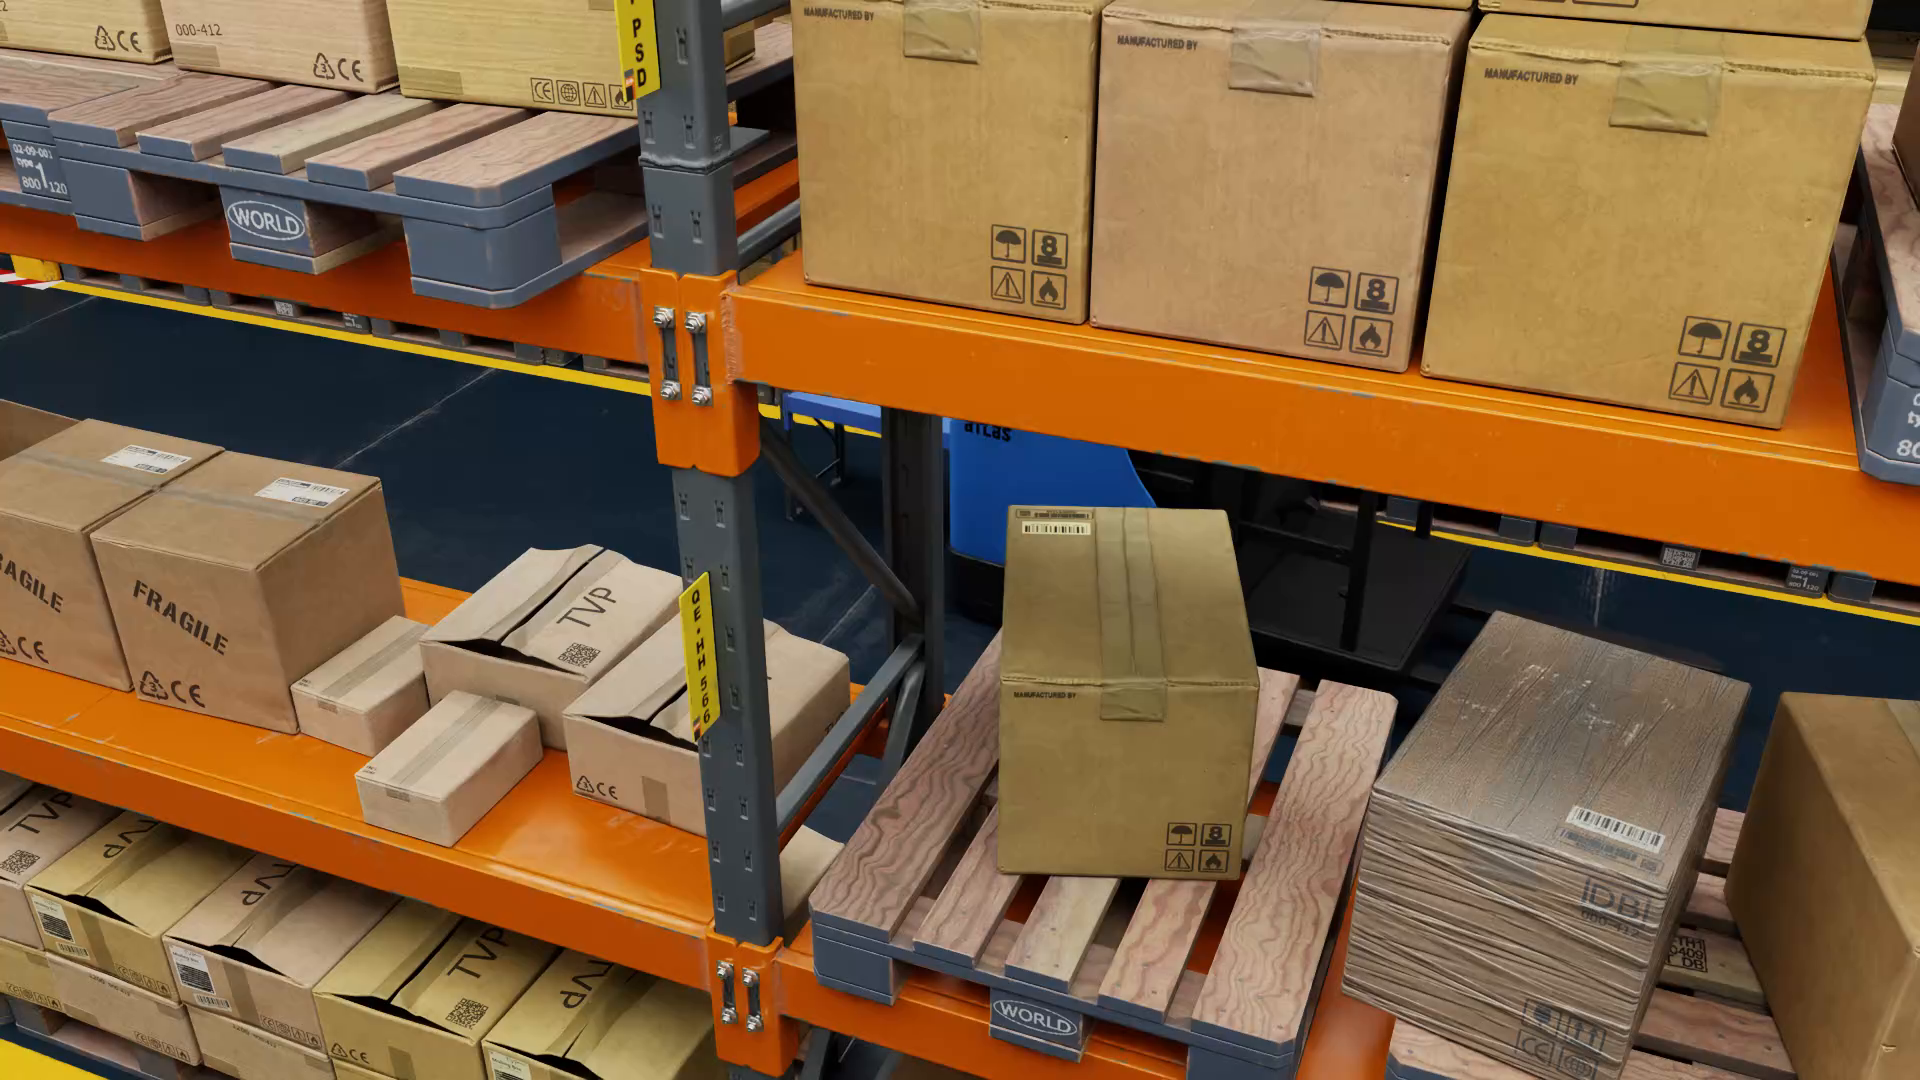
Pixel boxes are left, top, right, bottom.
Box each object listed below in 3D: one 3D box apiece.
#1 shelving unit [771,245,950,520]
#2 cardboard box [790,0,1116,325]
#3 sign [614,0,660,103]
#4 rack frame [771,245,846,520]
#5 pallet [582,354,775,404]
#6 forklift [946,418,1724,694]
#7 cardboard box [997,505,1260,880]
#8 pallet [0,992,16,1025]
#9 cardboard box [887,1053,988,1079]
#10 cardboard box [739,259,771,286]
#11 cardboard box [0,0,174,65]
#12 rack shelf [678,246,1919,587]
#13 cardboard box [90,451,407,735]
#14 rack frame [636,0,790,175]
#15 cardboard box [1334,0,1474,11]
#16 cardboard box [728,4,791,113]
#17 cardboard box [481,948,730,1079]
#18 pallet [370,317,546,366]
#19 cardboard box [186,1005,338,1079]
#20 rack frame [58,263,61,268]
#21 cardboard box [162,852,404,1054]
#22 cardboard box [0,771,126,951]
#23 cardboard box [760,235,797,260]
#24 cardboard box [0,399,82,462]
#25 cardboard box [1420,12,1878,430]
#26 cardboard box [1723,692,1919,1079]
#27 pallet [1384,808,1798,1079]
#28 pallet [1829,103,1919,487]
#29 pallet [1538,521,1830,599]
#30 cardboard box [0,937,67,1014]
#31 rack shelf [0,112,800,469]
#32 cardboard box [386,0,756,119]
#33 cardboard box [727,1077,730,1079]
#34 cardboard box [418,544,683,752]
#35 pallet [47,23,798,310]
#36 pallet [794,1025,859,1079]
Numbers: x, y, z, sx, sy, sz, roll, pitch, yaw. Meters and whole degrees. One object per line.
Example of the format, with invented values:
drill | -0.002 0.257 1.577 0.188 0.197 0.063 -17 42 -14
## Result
shelving unit | -0.250 -0.744 7.542 1.048 1.500 0.538 15 33 24
cardboard box | 0.134 -0.811 2.986 0.500 0.500 0.910 11 31 19
sign | -0.499 -0.841 2.535 0.005 0.325 0.100 11 31 19
rack frame | -0.700 -0.860 7.748 0.032 1.500 0.500 15 33 24
pallet | -1.409 -1.169 9.603 1.213 0.211 1.003 11 31 19
forklift | 1.480 -0.825 6.231 3.031 2.935 1.130 16 33 25
cardboard box | 0.343 0.312 3.621 0.500 0.500 0.700 1 30 2
pallet | -3.292 1.066 5.650 1.213 0.211 1.003 11 31 19
cardboard box | 0.031 1.584 3.992 0.500 0.500 0.500 13 32 21
cardboard box | -0.945 -1.428 9.322 0.500 0.500 0.700 11 31 18
cardboard box | -1.743 -1.208 3.516 0.500 0.250 0.500 11 31 18
rack shelf | 1.570 -0.149 2.649 4.000 0.370 1.077 11 31 19
cardboard box | -1.844 0.127 4.376 0.500 0.500 0.500 10 31 16
rack frame | -0.283 -2.138 2.388 0.127 3.000 1.000 11 31 19
cardboard box | 0.591 -1.134 2.541 0.500 0.500 0.500 11 31 19
cardboard box | -1.157 -2.545 8.655 0.500 0.500 0.700 15 33 24
cardboard box | -0.861 1.259 4.272 0.500 0.311 0.500 12 32 20
pallet | -2.766 -1.420 10.048 1.213 0.211 1.003 11 31 19
cardboard box | -1.806 1.313 4.746 0.500 0.250 0.500 12 32 20
rack frame | -5.837 -3.266 10.480 0.127 3.000 1.000 11 31 19
cardboard box | -1.812 1.071 4.605 0.500 0.311 0.500 11 31 19
cardboard box | -2.758 0.883 4.936 0.500 0.311 0.500 10 31 17
cardboard box | -1.033 -1.747 9.124 0.500 0.250 0.500 11 31 18
cardboard box | -2.796 -0.063 4.712 0.500 0.500 0.500 14 32 23
cardboard box | 1.088 -0.620 2.649 0.500 0.500 0.910 11 31 19
cardboard box | 1.763 0.688 2.956 0.500 0.500 0.700 4 30 6
pallet | 1.521 0.914 3.279 1.213 0.211 1.003 11 31 19
pallet | 1.883 -0.354 2.470 1.003 0.211 1.213 11 31 19
pallet | 3.405 -0.166 7.828 1.213 0.211 1.003 11 31 19
cardboard box | -2.755 1.125 5.079 0.500 0.250 0.500 10 31 18
rack shelf | -2.136 -0.889 3.958 4.000 0.370 1.077 11 31 19
cardboard box | -0.725 -1.008 3.163 0.500 0.250 0.500 9 31 15
cardboard box | -0.862 1.501 4.413 0.500 0.250 0.500 12 32 20
cardboard box | -1.039 0.258 4.335 0.500 0.311 0.500 11 31 19
pallet | -0.945 -0.835 3.323 1.003 0.211 1.213 13 32 21
pallet | -1.031 1.517 4.851 1.213 0.211 1.003 11 31 19
